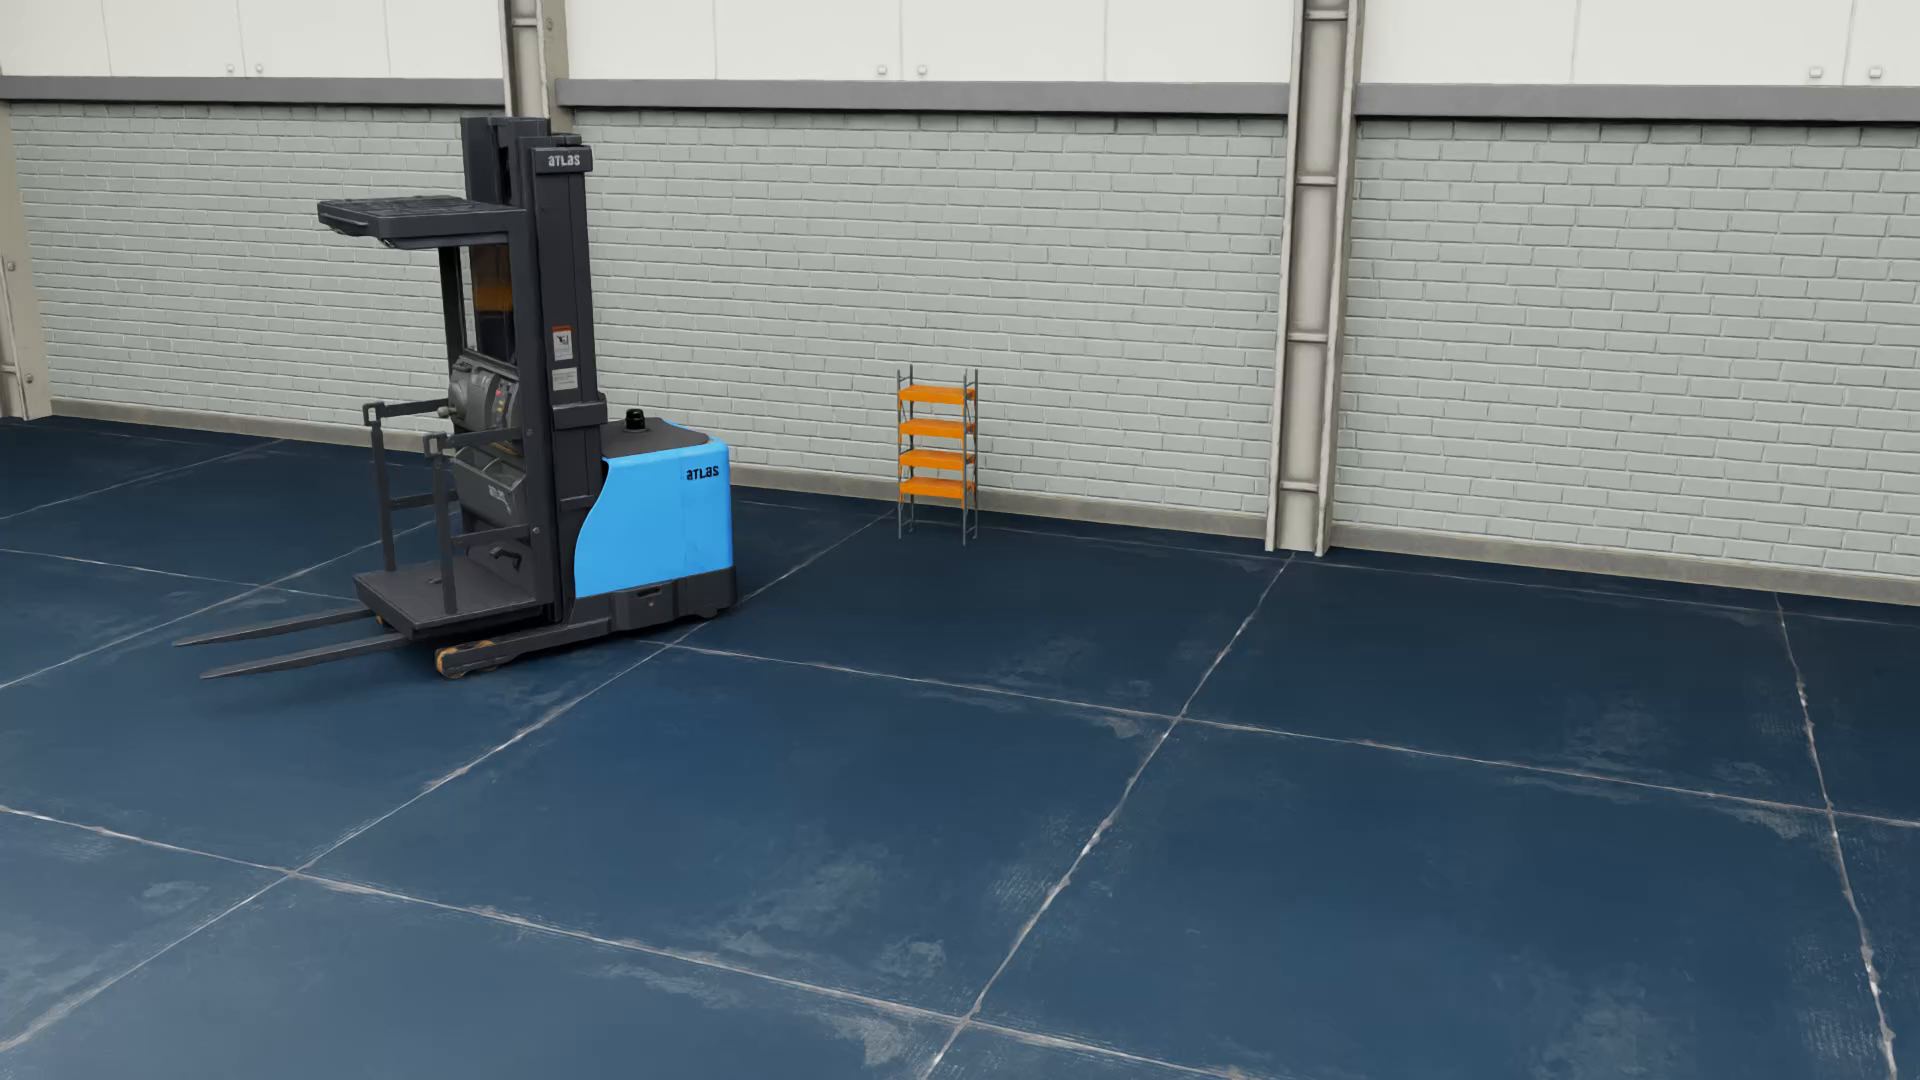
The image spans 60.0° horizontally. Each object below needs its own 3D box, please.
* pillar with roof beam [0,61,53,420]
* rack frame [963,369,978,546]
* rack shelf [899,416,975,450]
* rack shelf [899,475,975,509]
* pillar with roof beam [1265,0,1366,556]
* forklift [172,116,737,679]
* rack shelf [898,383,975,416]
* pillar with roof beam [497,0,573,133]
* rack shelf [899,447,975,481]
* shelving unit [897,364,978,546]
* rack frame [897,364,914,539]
[{"bbox_3d":[-10.407,-4.381,10.622,0.400,9.000,9.100,6,17,21],"label":"pillar with roof beam"},{"bbox_3d":[0.073,-0.568,11.479,0.015,1.200,0.240,6,17,21],"label":"rack frame"},{"bbox_3d":[-0.154,-0.743,11.521,0.480,0.148,0.258,6,17,21],"label":"rack shelf"},{"bbox_3d":[-0.154,-0.338,11.639,0.480,0.148,0.258,6,17,21],"label":"rack shelf"},{"bbox_3d":[0.756,-3.153,6.394,0.400,9.000,9.100,6,17,21],"label":"pillar with roof beam"},{"bbox_3d":[-2.840,-0.817,9.232,3.031,2.935,1.130,-12,20,-35],"label":"forklift"},{"bbox_3d":[-0.154,-0.971,11.455,0.480,0.148,0.258,6,17,21],"label":"rack shelf"},{"bbox_3d":[-4.826,-3.767,8.508,0.400,9.000,9.100,6,17,21],"label":"pillar with roof beam"},{"bbox_3d":[-0.154,-0.529,11.583,0.480,0.148,0.258,6,17,21],"label":"rack shelf"},{"bbox_3d":[-0.154,-0.593,11.565,0.503,1.200,0.258,6,17,21],"label":"shelving unit"},{"bbox_3d":[-0.381,-0.618,11.651,0.015,1.200,0.240,6,17,21],"label":"rack frame"}]
